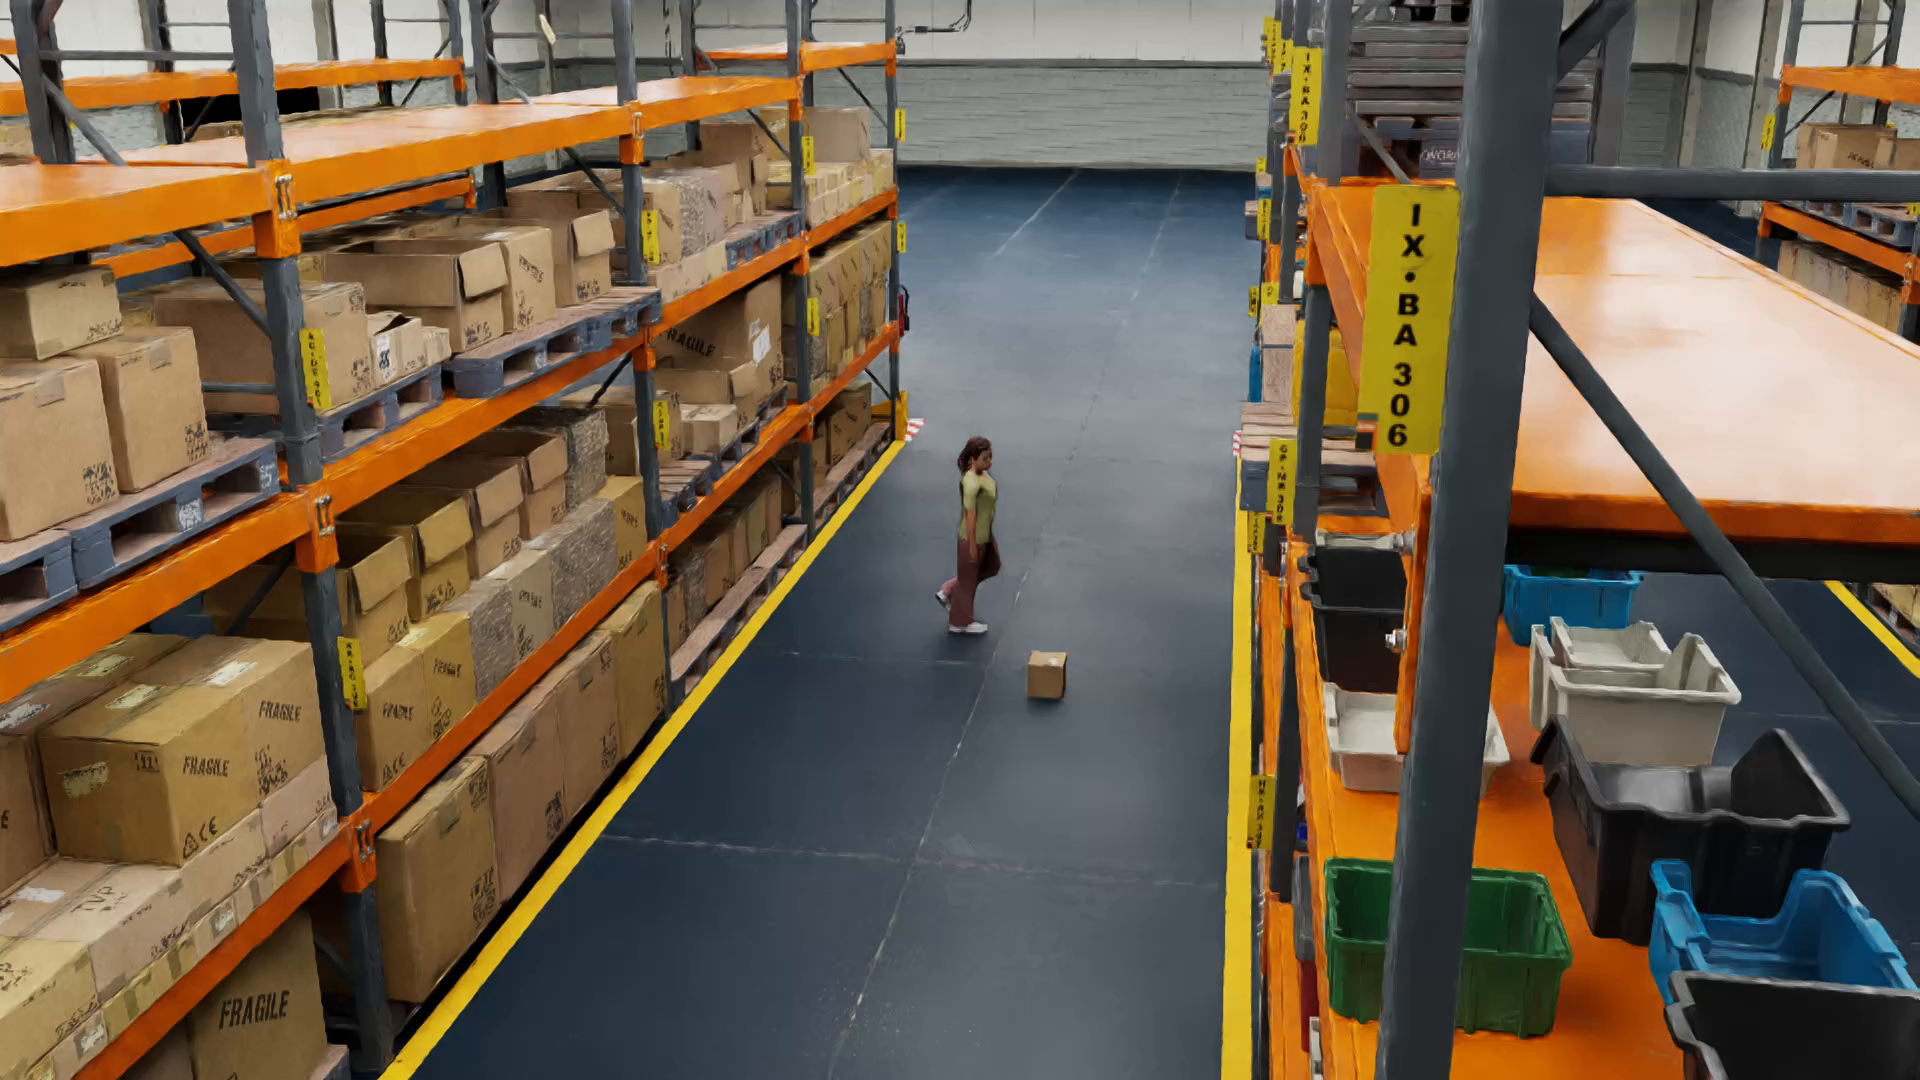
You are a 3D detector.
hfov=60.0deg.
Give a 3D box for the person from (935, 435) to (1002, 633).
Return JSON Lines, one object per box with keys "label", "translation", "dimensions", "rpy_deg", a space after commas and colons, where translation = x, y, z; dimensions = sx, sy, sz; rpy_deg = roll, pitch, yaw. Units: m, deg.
{"label": "person", "translation": [0.041, -0.040, 12.712], "dimensions": [0.513, 1.639, 0.559], "rpy_deg": [3, 18, 8]}
